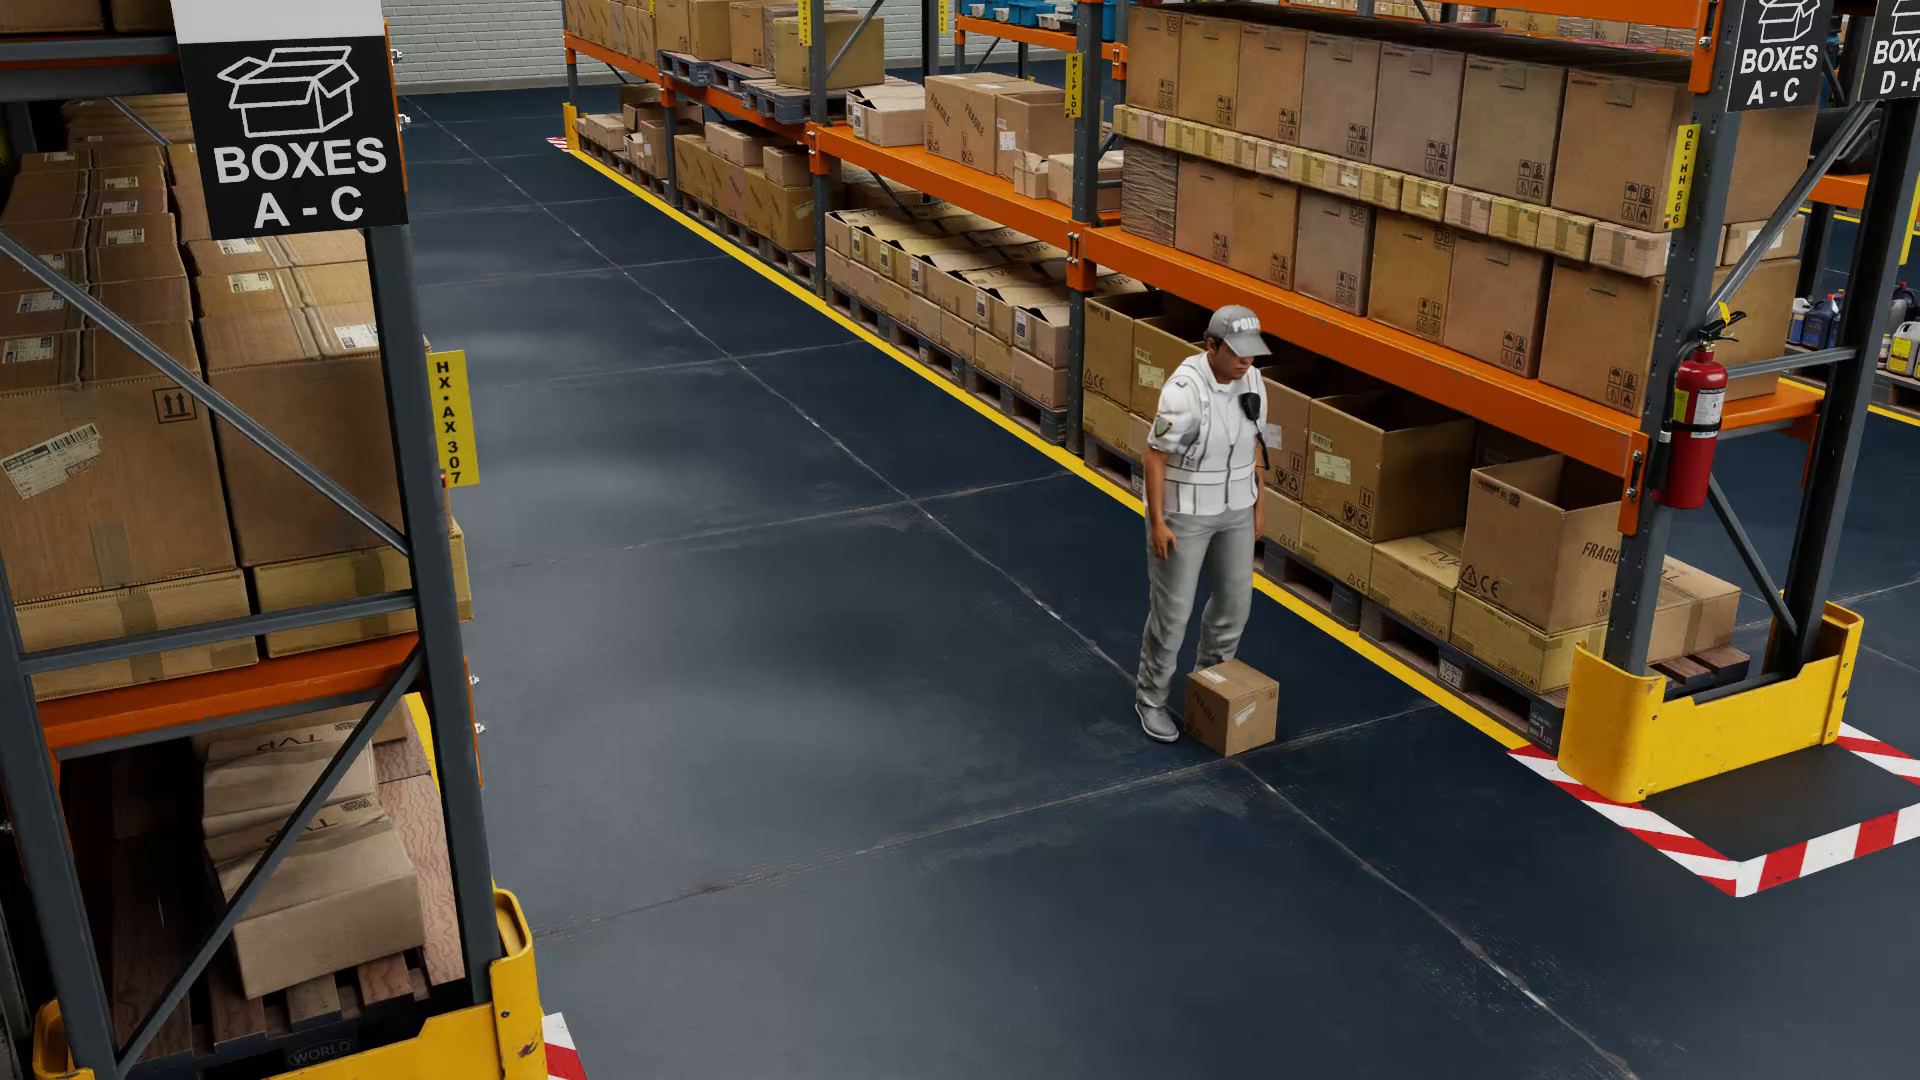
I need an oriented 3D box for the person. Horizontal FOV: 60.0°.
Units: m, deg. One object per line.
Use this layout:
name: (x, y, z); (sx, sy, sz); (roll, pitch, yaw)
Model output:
person: (0.931, -0.083, 6.284); (0.548, 1.666, 0.473); (-11, 25, -25)
